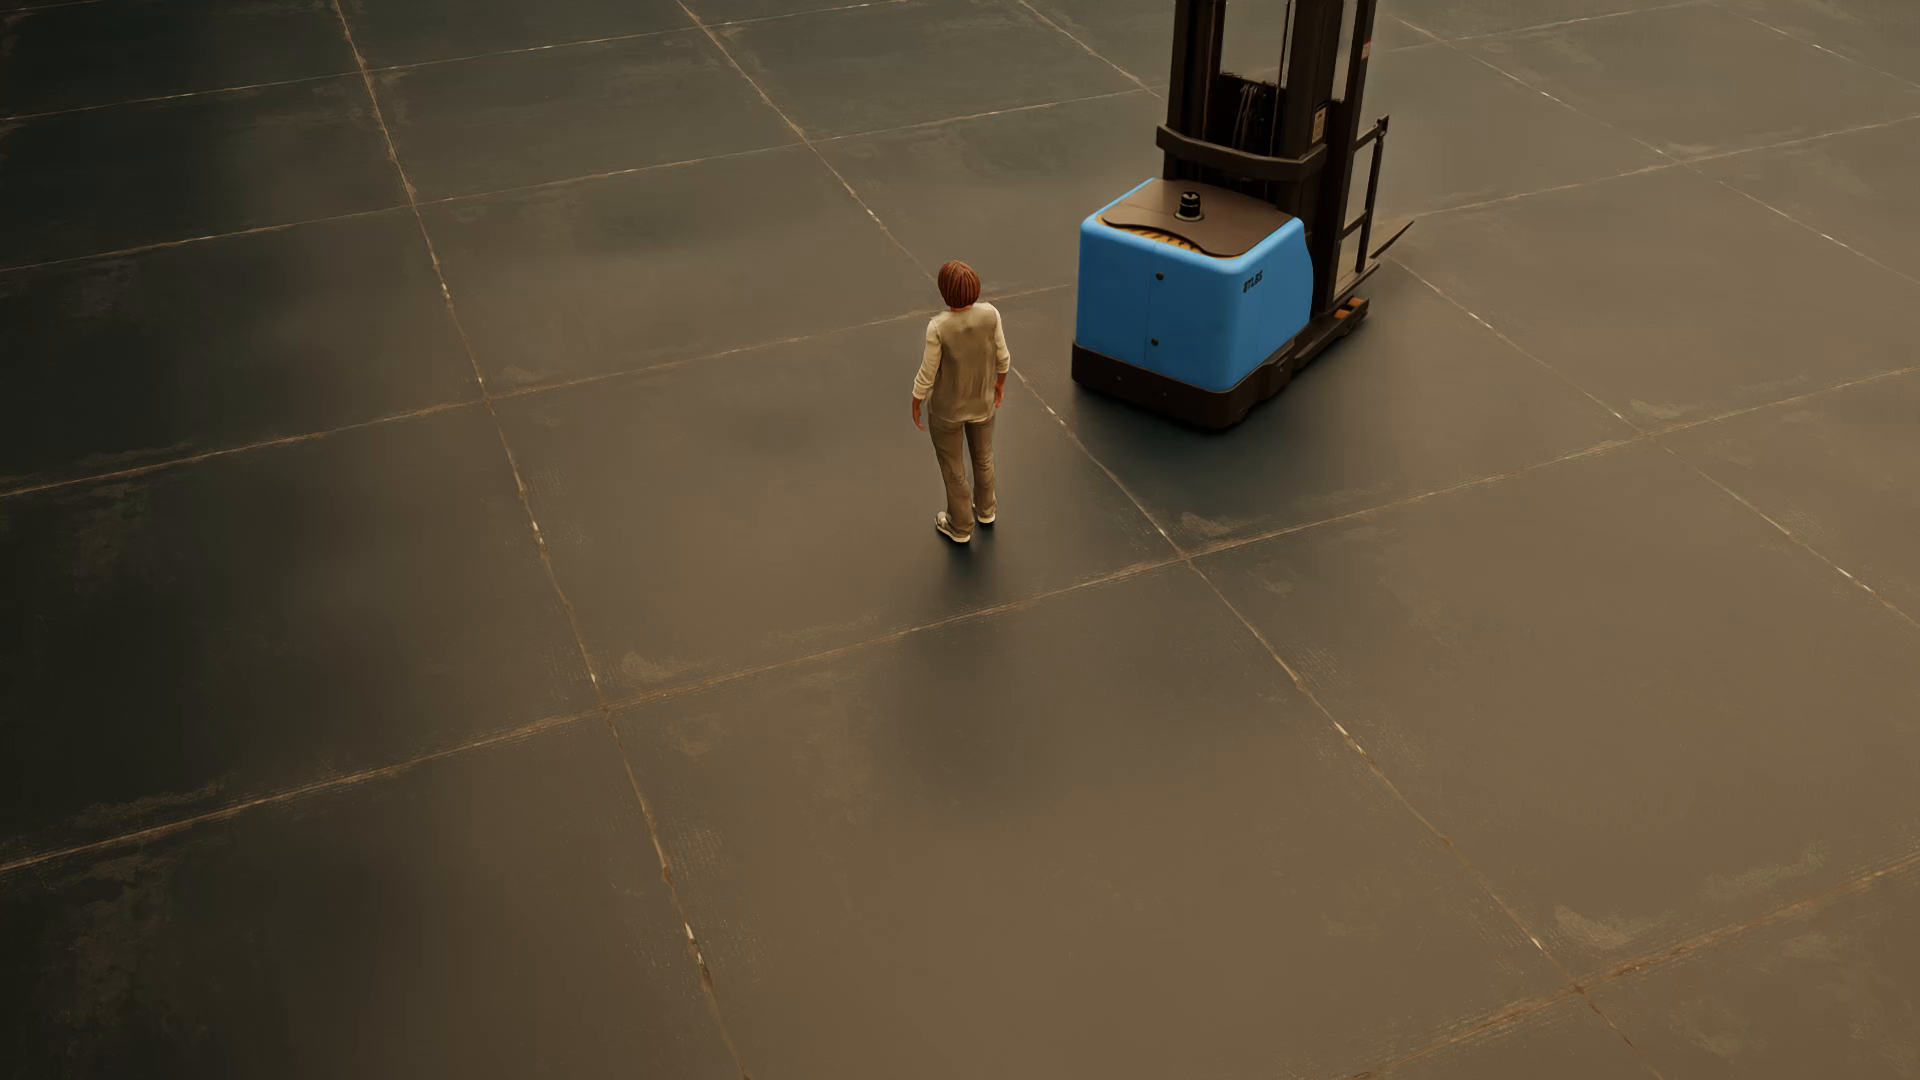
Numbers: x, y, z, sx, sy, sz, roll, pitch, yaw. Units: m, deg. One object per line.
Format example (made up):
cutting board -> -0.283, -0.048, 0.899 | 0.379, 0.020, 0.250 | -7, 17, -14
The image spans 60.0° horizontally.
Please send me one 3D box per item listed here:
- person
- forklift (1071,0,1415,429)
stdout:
person -> -0.017, -0.699, 8.221 | 0.521, 1.599, 0.473 | -14, 38, -19
forklift -> 1.936, -2.622, 9.786 | 1.130, 2.935, 3.031 | 23, 41, 29
